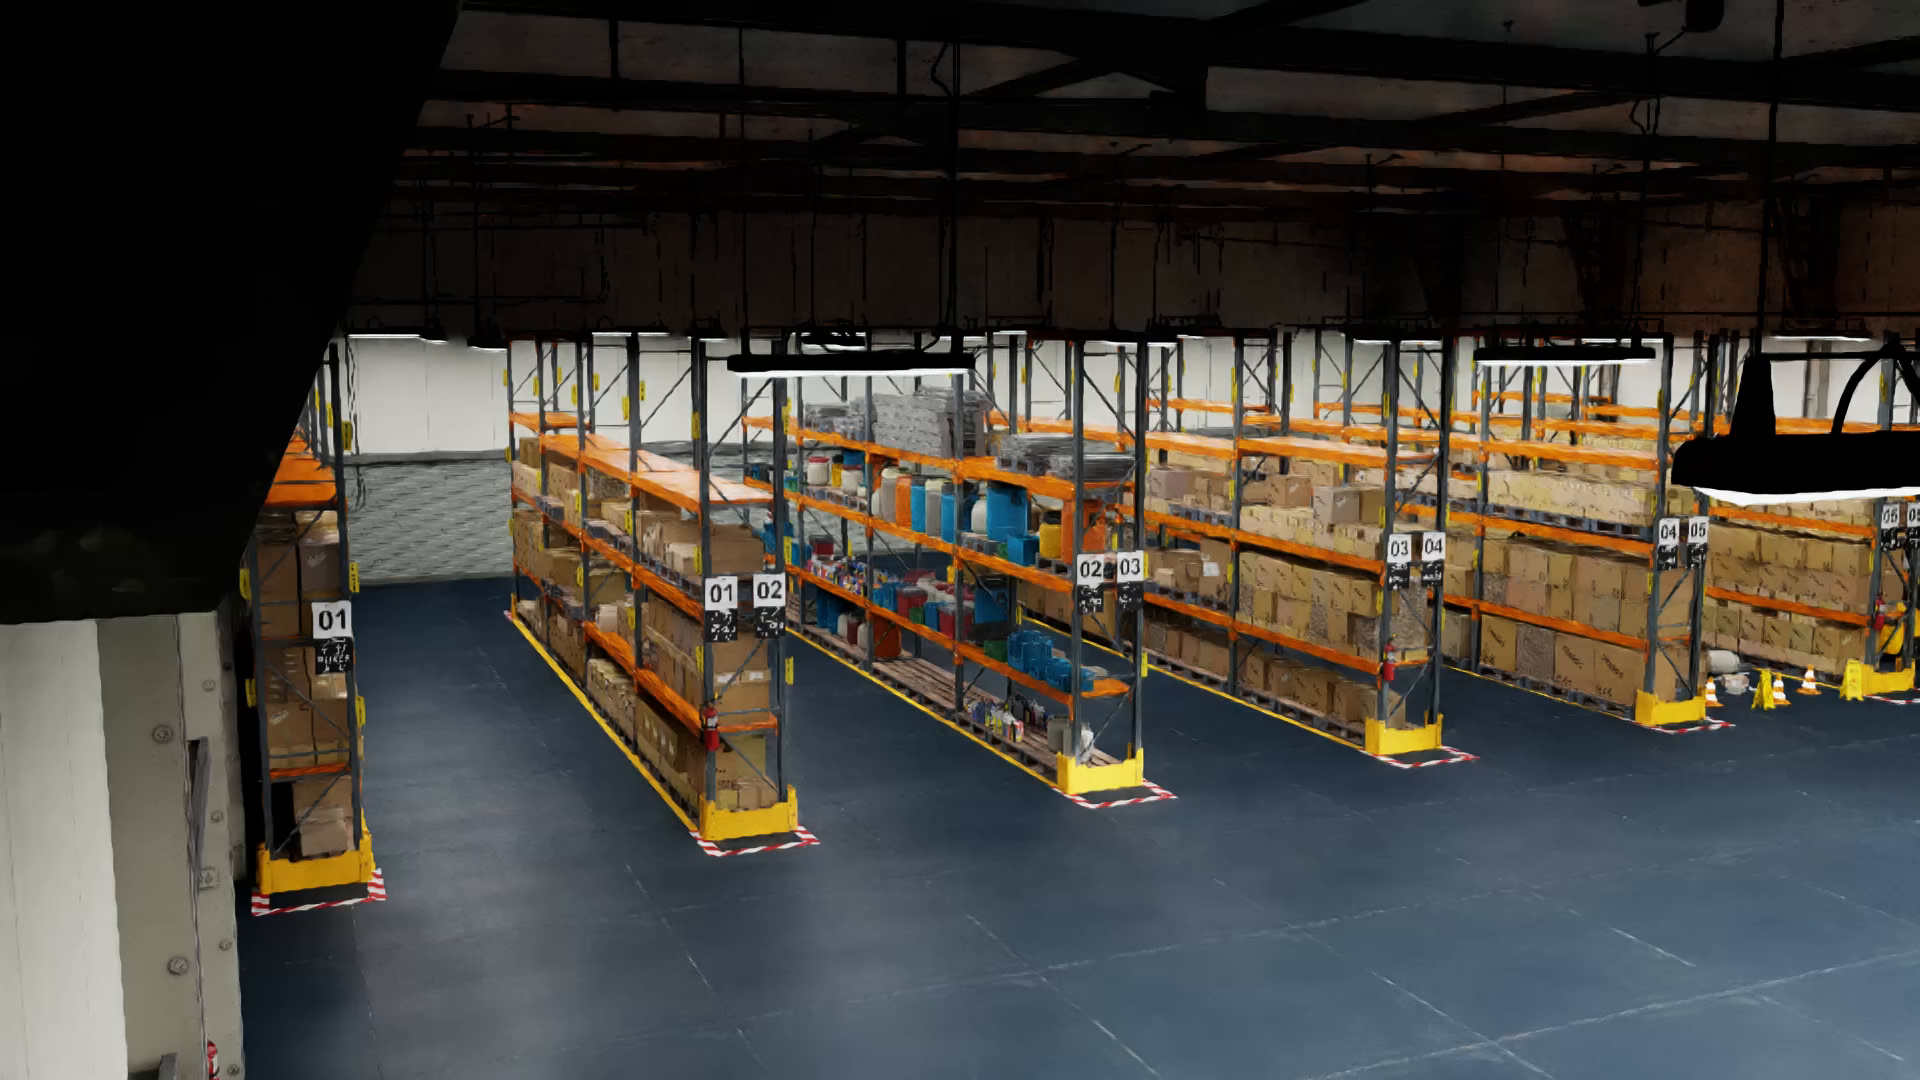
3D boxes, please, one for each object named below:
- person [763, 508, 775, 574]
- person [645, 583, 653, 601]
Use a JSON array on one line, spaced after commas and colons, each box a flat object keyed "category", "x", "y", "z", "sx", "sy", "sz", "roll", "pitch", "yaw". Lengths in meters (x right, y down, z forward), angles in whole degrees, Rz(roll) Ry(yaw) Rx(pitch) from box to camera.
[{"category": "person", "x": -4.555, "y": 0.074, "z": 39.564, "sx": 0.471, "sy": 1.783, "sz": 0.692, "roll": 2, "pitch": 8, "yaw": 15}, {"category": "person", "x": -6.048, "y": 1.065, "z": 32.946, "sx": 0.491, "sy": 1.590, "sz": 1.001, "roll": -3, "pitch": 9, "yaw": -24}]
